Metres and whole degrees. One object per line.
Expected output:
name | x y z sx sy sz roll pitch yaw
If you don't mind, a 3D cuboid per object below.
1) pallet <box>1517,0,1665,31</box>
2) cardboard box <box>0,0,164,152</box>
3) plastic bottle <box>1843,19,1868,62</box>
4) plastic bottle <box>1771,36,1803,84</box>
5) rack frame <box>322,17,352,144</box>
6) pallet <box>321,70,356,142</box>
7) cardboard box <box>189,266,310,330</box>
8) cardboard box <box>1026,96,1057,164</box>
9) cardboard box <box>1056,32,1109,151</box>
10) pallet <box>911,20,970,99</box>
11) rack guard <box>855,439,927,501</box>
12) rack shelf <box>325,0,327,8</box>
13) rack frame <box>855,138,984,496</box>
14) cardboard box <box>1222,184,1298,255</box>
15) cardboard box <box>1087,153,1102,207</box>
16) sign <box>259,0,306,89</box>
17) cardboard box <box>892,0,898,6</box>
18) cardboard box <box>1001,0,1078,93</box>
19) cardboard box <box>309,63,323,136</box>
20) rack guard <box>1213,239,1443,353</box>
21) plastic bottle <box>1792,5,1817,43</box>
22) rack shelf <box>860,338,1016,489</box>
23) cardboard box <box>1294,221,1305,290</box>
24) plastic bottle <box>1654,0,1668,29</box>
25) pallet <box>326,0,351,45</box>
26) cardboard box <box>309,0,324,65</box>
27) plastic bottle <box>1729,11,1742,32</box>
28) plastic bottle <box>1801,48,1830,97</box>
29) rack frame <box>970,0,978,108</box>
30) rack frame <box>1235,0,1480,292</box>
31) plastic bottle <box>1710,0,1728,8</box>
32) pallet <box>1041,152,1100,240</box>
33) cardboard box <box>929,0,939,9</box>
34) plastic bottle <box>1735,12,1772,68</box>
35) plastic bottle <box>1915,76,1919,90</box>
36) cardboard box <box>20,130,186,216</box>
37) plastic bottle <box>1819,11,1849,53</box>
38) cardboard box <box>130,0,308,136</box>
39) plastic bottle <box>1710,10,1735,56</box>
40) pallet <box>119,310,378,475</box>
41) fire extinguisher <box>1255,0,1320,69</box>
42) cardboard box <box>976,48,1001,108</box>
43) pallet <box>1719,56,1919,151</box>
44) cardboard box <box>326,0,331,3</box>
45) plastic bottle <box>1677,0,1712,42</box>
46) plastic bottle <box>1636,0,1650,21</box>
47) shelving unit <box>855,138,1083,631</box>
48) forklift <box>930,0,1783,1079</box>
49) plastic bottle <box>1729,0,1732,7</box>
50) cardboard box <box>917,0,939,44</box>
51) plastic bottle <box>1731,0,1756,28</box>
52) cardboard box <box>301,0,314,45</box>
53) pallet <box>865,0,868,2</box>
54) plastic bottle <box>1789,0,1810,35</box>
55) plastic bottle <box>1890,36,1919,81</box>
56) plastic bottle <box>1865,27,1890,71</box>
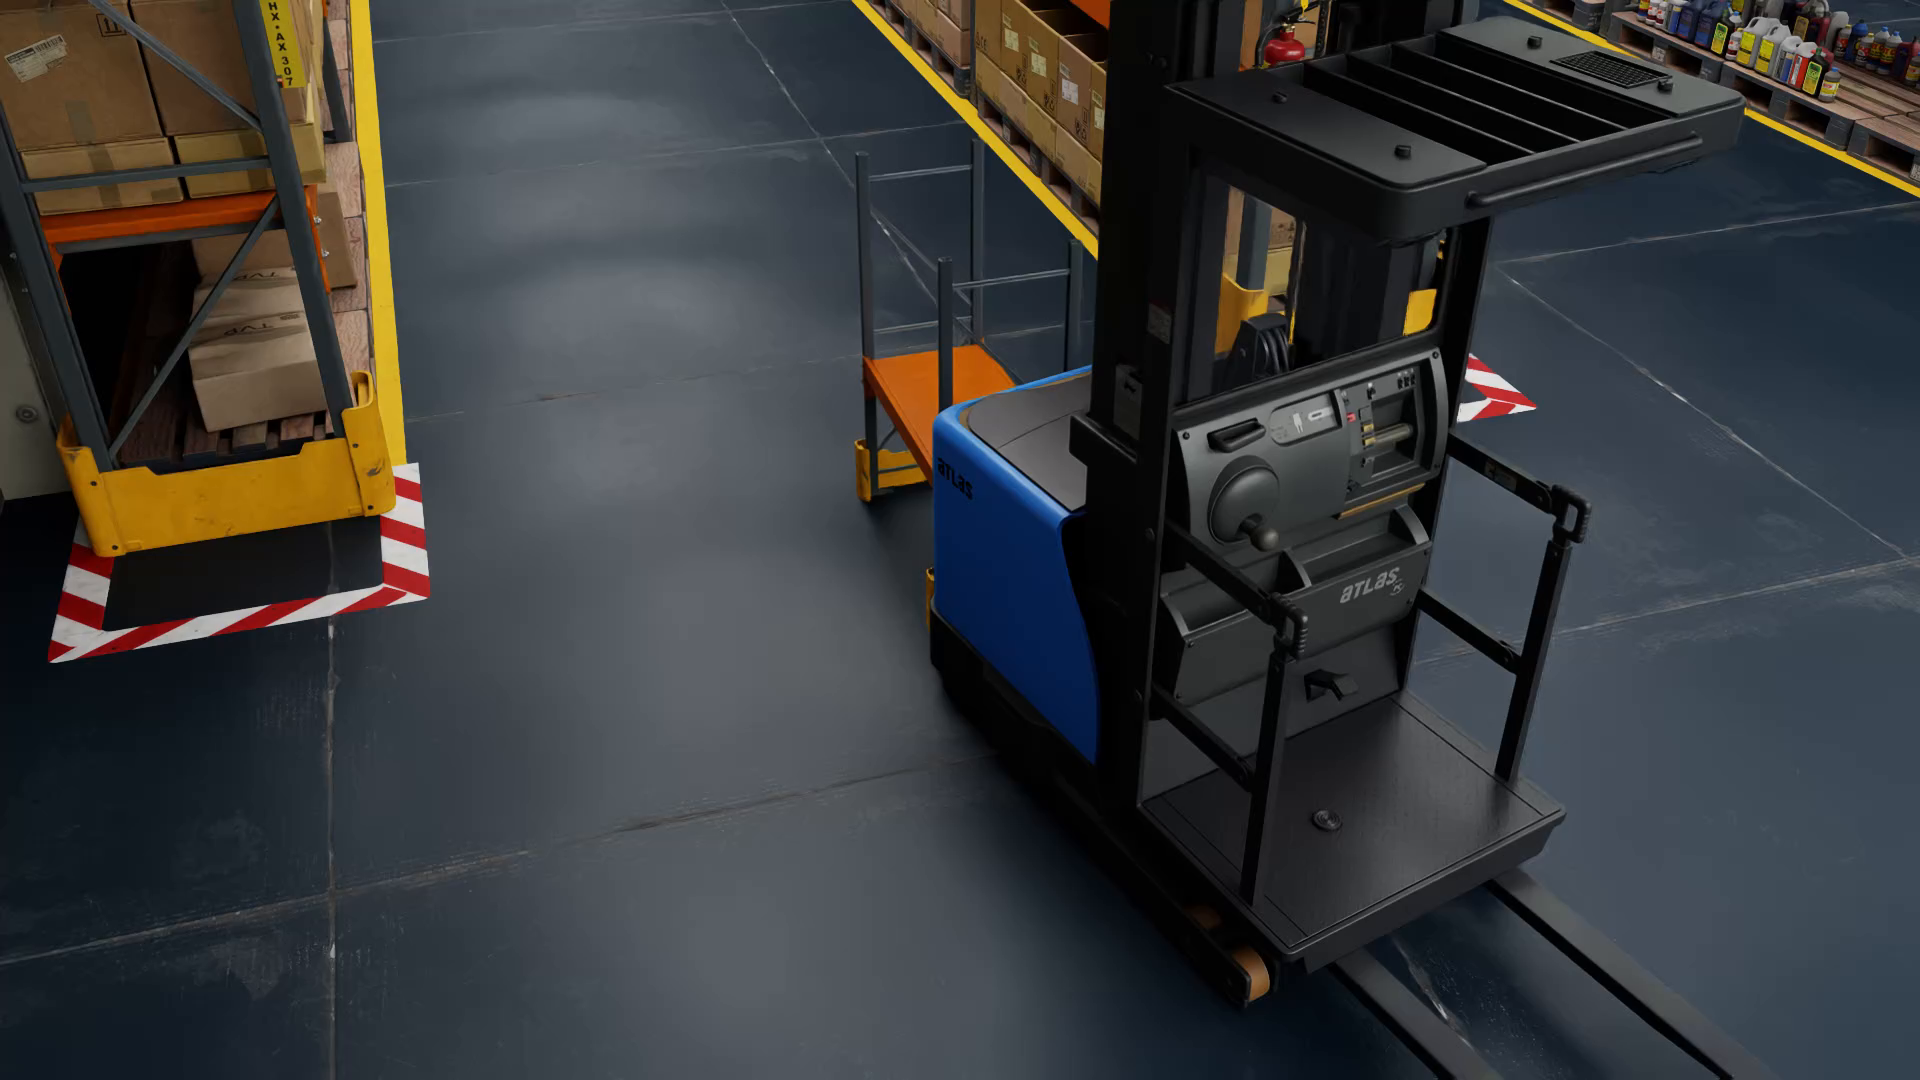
pallet | 5.004 -4.330 13.111 1.003 0.211 1.213 -10 35 -15
cardboard box | -3.281 -1.791 6.178 0.500 0.500 0.500 -10 35 -15
plastic bottle | 6.047 -3.375 11.213 0.097 0.271 0.097 0 33 0
plastic bottle | 5.430 -3.135 10.844 0.152 0.276 0.135 -11 35 -16
rack frame | -4.155 -3.421 9.206 1.000 3.000 0.127 -10 35 -15
pallet | -4.394 -2.666 10.593 1.003 0.211 1.213 -10 35 -15
cardboard box | -3.234 -1.060 7.674 0.500 0.311 0.500 -7 34 -11
cardboard box | 0.710 -2.463 9.870 0.500 0.250 0.500 -10 35 -15
cardboard box | 0.865 -2.514 9.266 0.500 0.500 0.500 -10 35 -15
pallet | 0.300 -3.473 11.814 1.003 0.211 1.213 -10 35 -15
rack guard | -0.150 -0.338 7.034 0.587 0.250 0.087 -10 35 -15
rack shelf | -4.765 -4.171 10.994 1.077 0.370 4.000 -10 35 -15
rack frame | -0.151 -0.860 6.691 0.500 1.500 0.032 -10 35 -15
cardboard box | 1.335 -1.728 8.078 0.500 0.500 0.500 -10 35 -15
cardboard box | 1.019 -1.939 9.076 0.500 0.250 0.500 -10 35 -15
sign | -2.418 -1.774 5.928 0.100 0.325 0.005 -10 35 -15
cardboard box | -0.304 -4.255 12.581 0.500 0.250 0.500 -9 35 -14
cardboard box | 0.565 -3.040 10.062 0.500 0.500 0.500 -10 35 -15
cardboard box | -2.953 -1.847 6.942 0.500 0.250 0.500 -11 35 -16
rack guard | 1.789 -1.101 7.962 1.175 0.500 0.348 -10 35 -15
plastic bottle | 5.818 -3.547 11.461 0.061 0.283 0.133 -10 35 -15
rack shelf | 0.009 -0.444 6.387 0.538 0.185 1.000 -10 35 -15
cardboard box | 1.830 -1.503 8.417 0.500 0.250 0.500 -10 35 -15
plastic bottle | 5.022 -3.755 11.852 0.097 0.201 0.097 0 33 0
pallet | -5.138 -3.947 12.532 1.003 0.211 1.213 -10 35 -15
cardboard box | -3.255 -2.381 7.750 0.500 0.250 0.500 -10 35 -14
plastic bottle | 5.269 -3.469 11.354 0.097 0.271 0.097 0 33 0
plastic bottle | 5.470 -2.986 10.613 0.061 0.283 0.133 -9 35 -14
rack frame | 0.562 -4.256 10.470 1.000 3.000 0.127 -10 35 -15
rack frame | 1.782 -2.156 7.292 1.000 3.000 0.127 -10 35 -15
plastic bottle | 5.269 -3.696 11.626 0.144 0.351 0.185 -10 35 -15
pallet | 1.140 -2.027 9.625 1.003 0.211 1.213 -10 35 -15
cardboard box | 0.001 -3.955 11.618 0.500 0.311 0.500 -9 35 -13
plastic bottle | 5.318 -3.350 11.102 0.144 0.351 0.185 -10 35 -15
plastic bottle | 6.244 -3.037 10.700 0.097 0.271 0.097 0 33 0
cardboard box | -3.262 -1.480 6.386 0.500 0.250 0.500 -10 35 -14
plastic bottle | 5.954 -3.488 11.380 0.152 0.276 0.135 -9 35 -14
cardboard box | -2.794 -1.881 6.313 0.500 0.500 0.500 -10 35 -15
plastic bottle | 5.200 -3.451 11.317 0.061 0.283 0.133 -9 34 -13
pallet | -3.172 -0.630 7.512 1.003 0.211 1.213 -10 35 -15
fire extinguisher | 1.376 -1.984 7.101 0.296 0.674 0.183 -10 35 -15
cardboard box | 0.414 -2.990 10.667 0.500 0.250 0.500 -10 35 -15
pallet | 5.821 -2.922 10.981 1.003 0.211 1.213 -10 35 -15
cardboard box | -5.106 -4.293 12.394 0.700 0.500 0.500 -10 35 -14
plastic bottle | 5.131 -3.672 11.590 0.144 0.351 0.185 -9 35 -13
plastic bottle | 4.960 -3.891 11.994 0.097 0.271 0.097 0 33 0
shelving unit | 0.006 -0.598 6.295 0.587 1.500 1.083 -10 35 -15
forklift | 1.087 -0.197 4.389 1.130 2.935 3.031 -18 38 -26
plastic bottle | 5.688 -3.965 12.169 0.097 0.201 0.097 0 33 0
cardboard box | 0.007 -3.719 11.770 0.500 0.250 0.500 -11 35 -15
plastic bottle | 5.614 -3.852 11.862 0.144 0.351 0.185 -10 35 -15
cardboard box | -3.087 -2.414 7.121 0.500 0.500 0.500 -11 35 -16
pallet | -0.444 -4.754 13.753 1.003 0.211 1.213 -10 35 -15
plastic bottle | 5.899 -3.668 11.646 0.061 0.283 0.133 -8 34 -12
plastic bottle | 6.192 -3.164 10.881 0.061 0.283 0.133 -9 35 -14
plastic bottle | 6.109 -3.269 11.052 0.097 0.271 0.097 0 33 0
